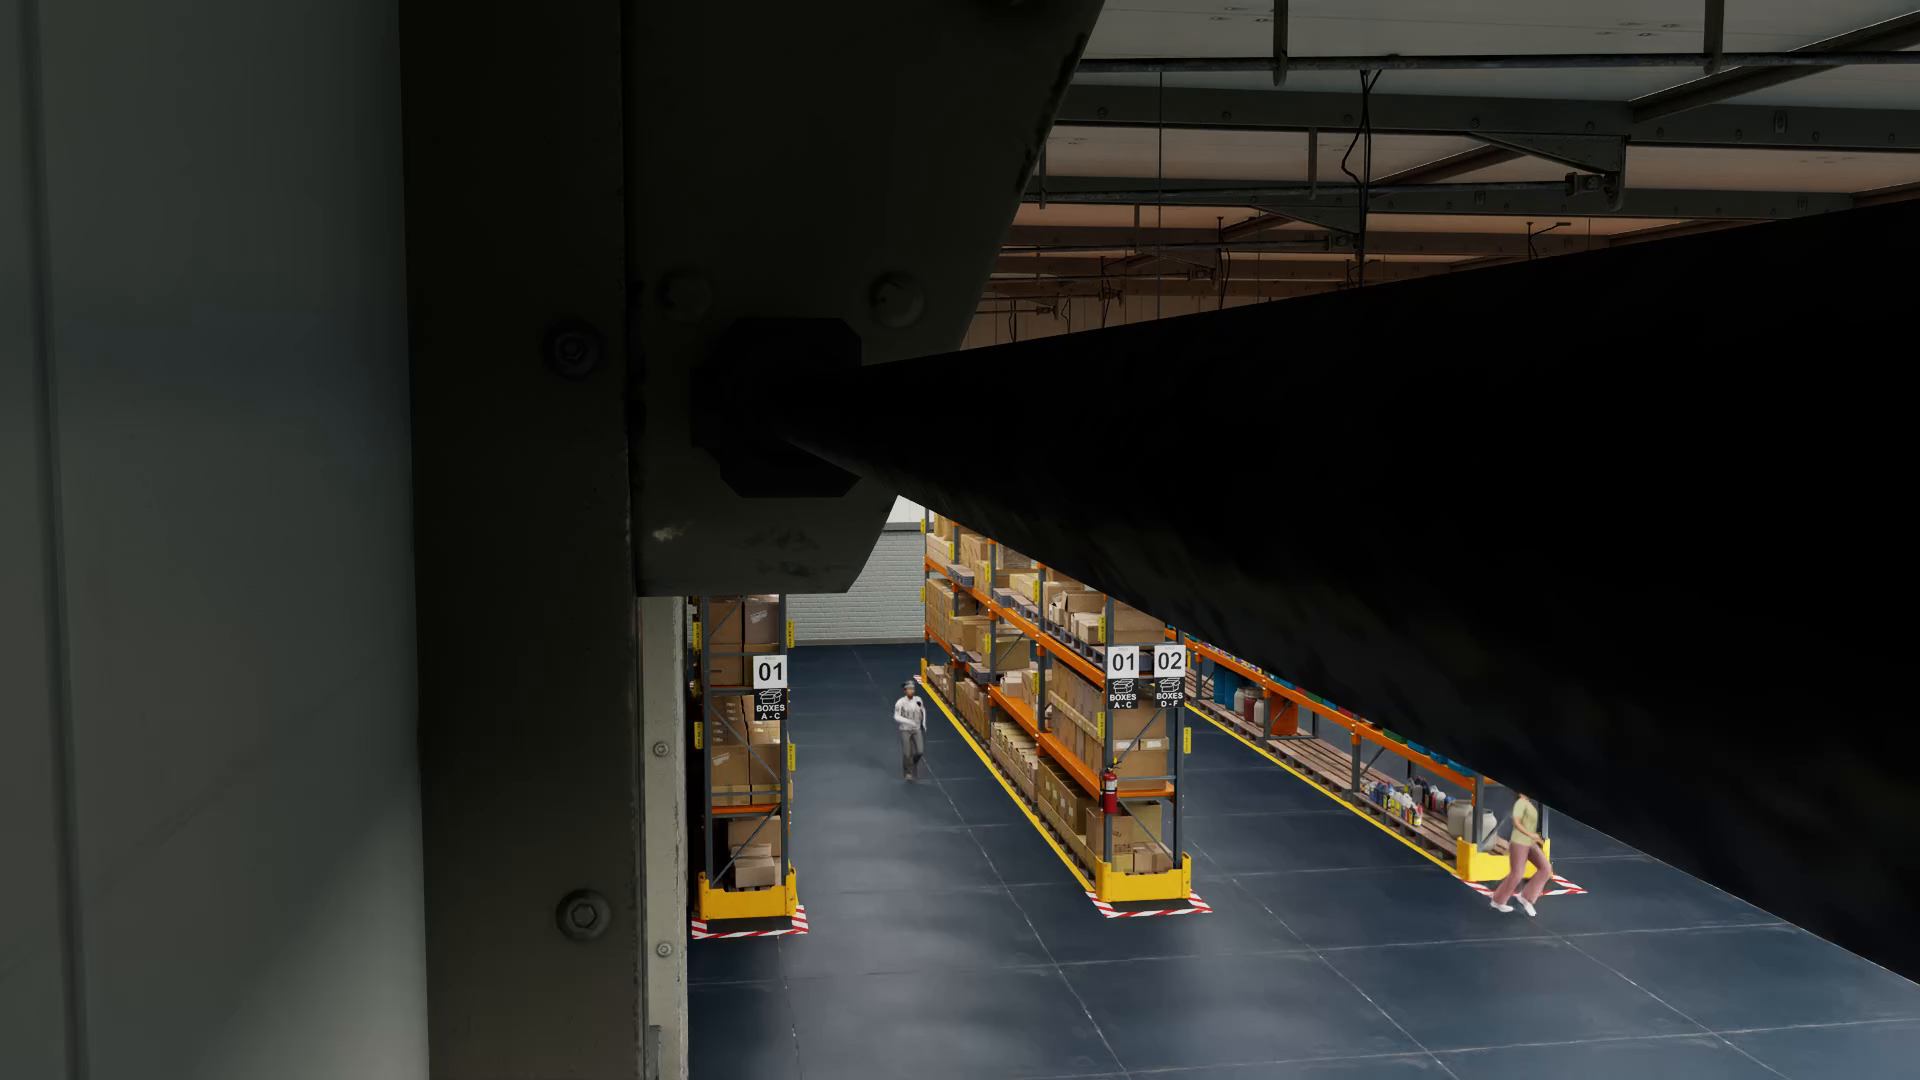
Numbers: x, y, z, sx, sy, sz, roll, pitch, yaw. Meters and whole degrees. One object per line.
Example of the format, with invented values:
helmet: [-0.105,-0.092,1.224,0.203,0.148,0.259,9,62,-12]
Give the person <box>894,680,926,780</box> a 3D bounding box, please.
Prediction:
person: [-0.779,3.110,27.118,0.595,1.660,0.584,-2,5,-19]

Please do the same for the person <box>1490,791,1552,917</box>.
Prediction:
person: [6.895,3.729,20.325,0.660,1.655,0.636,3,6,34]
